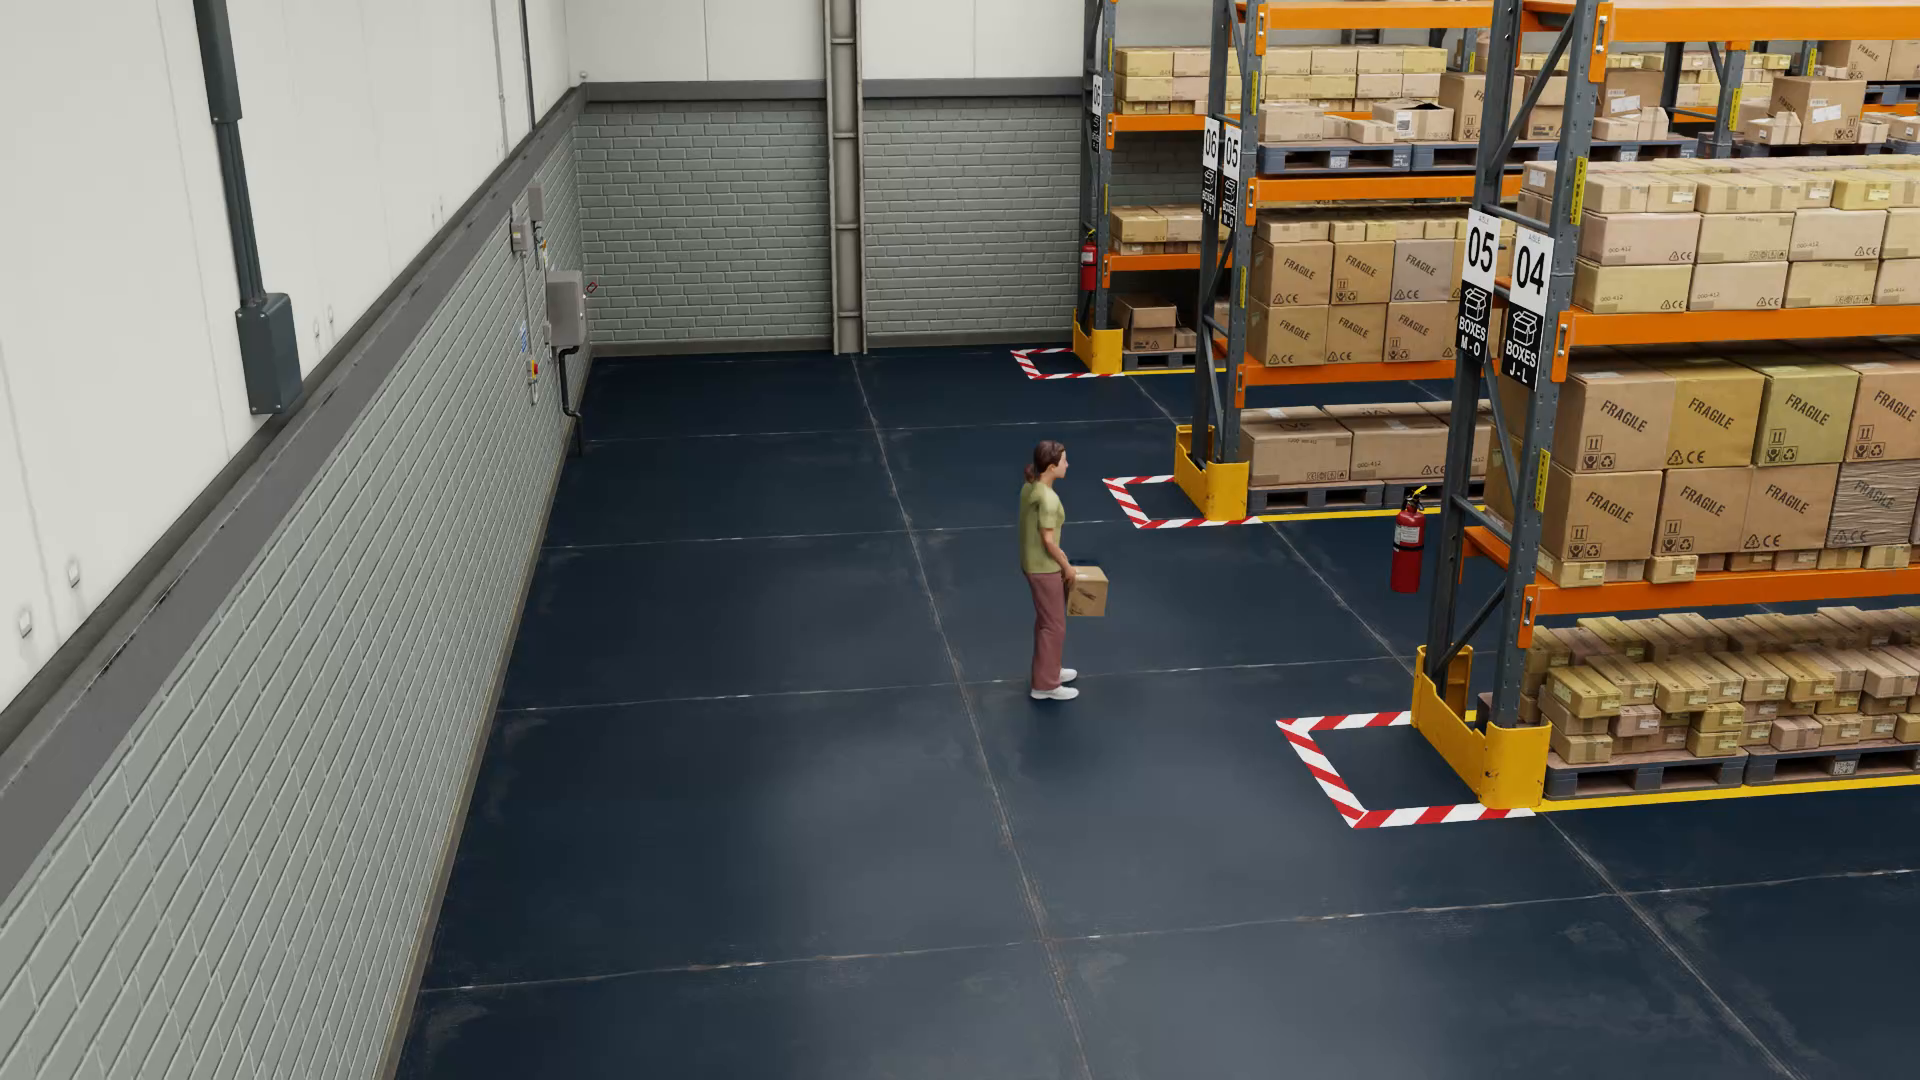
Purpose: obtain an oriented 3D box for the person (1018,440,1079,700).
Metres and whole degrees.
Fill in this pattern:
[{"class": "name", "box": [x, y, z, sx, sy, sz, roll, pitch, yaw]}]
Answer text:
[{"class": "person", "box": [0.582, 0.173, 10.599, 0.414, 1.676, 0.477, -3, 20, -9]}]
